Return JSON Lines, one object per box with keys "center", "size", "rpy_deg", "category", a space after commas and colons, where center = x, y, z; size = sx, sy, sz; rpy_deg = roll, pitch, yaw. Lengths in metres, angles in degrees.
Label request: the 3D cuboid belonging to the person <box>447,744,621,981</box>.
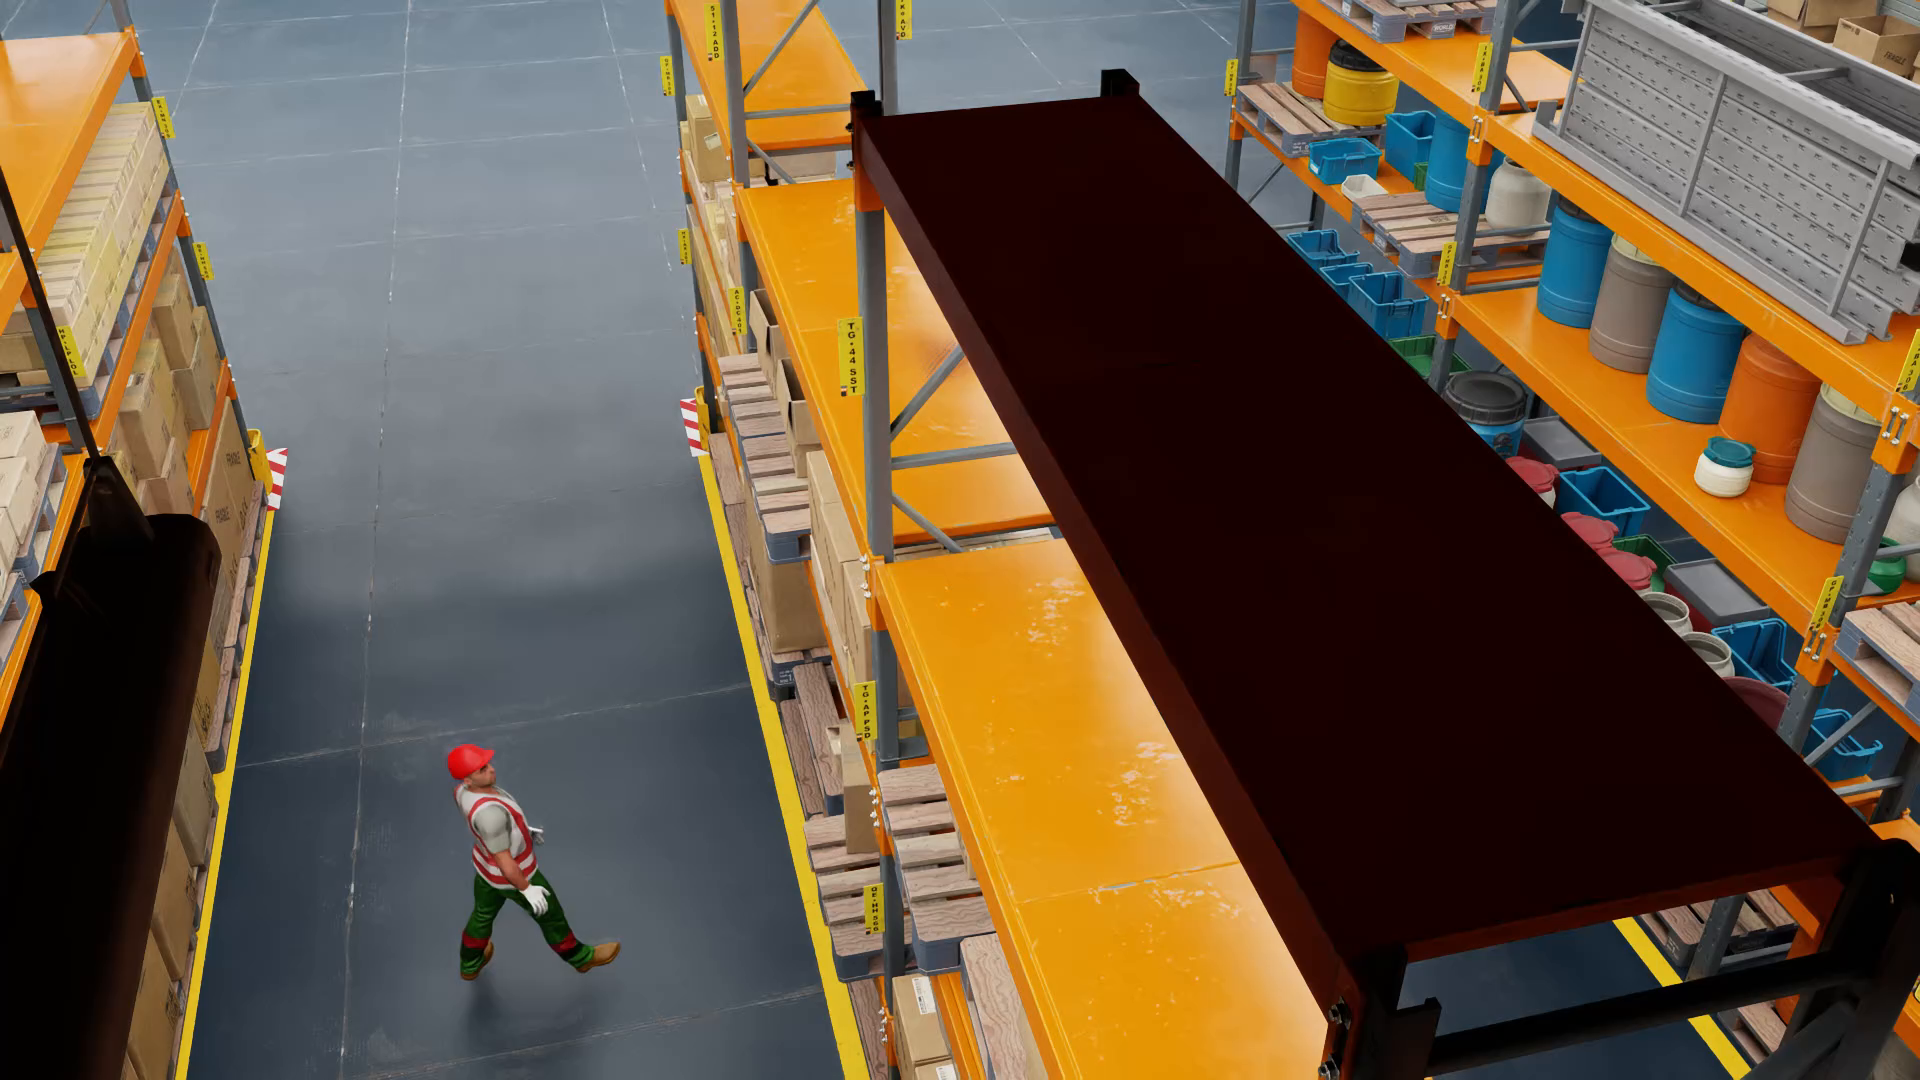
{"center": [-2.542, 1.872, 9.611], "size": [0.833, 1.747, 0.718], "rpy_deg": [-25, 42, -32], "category": "person"}
